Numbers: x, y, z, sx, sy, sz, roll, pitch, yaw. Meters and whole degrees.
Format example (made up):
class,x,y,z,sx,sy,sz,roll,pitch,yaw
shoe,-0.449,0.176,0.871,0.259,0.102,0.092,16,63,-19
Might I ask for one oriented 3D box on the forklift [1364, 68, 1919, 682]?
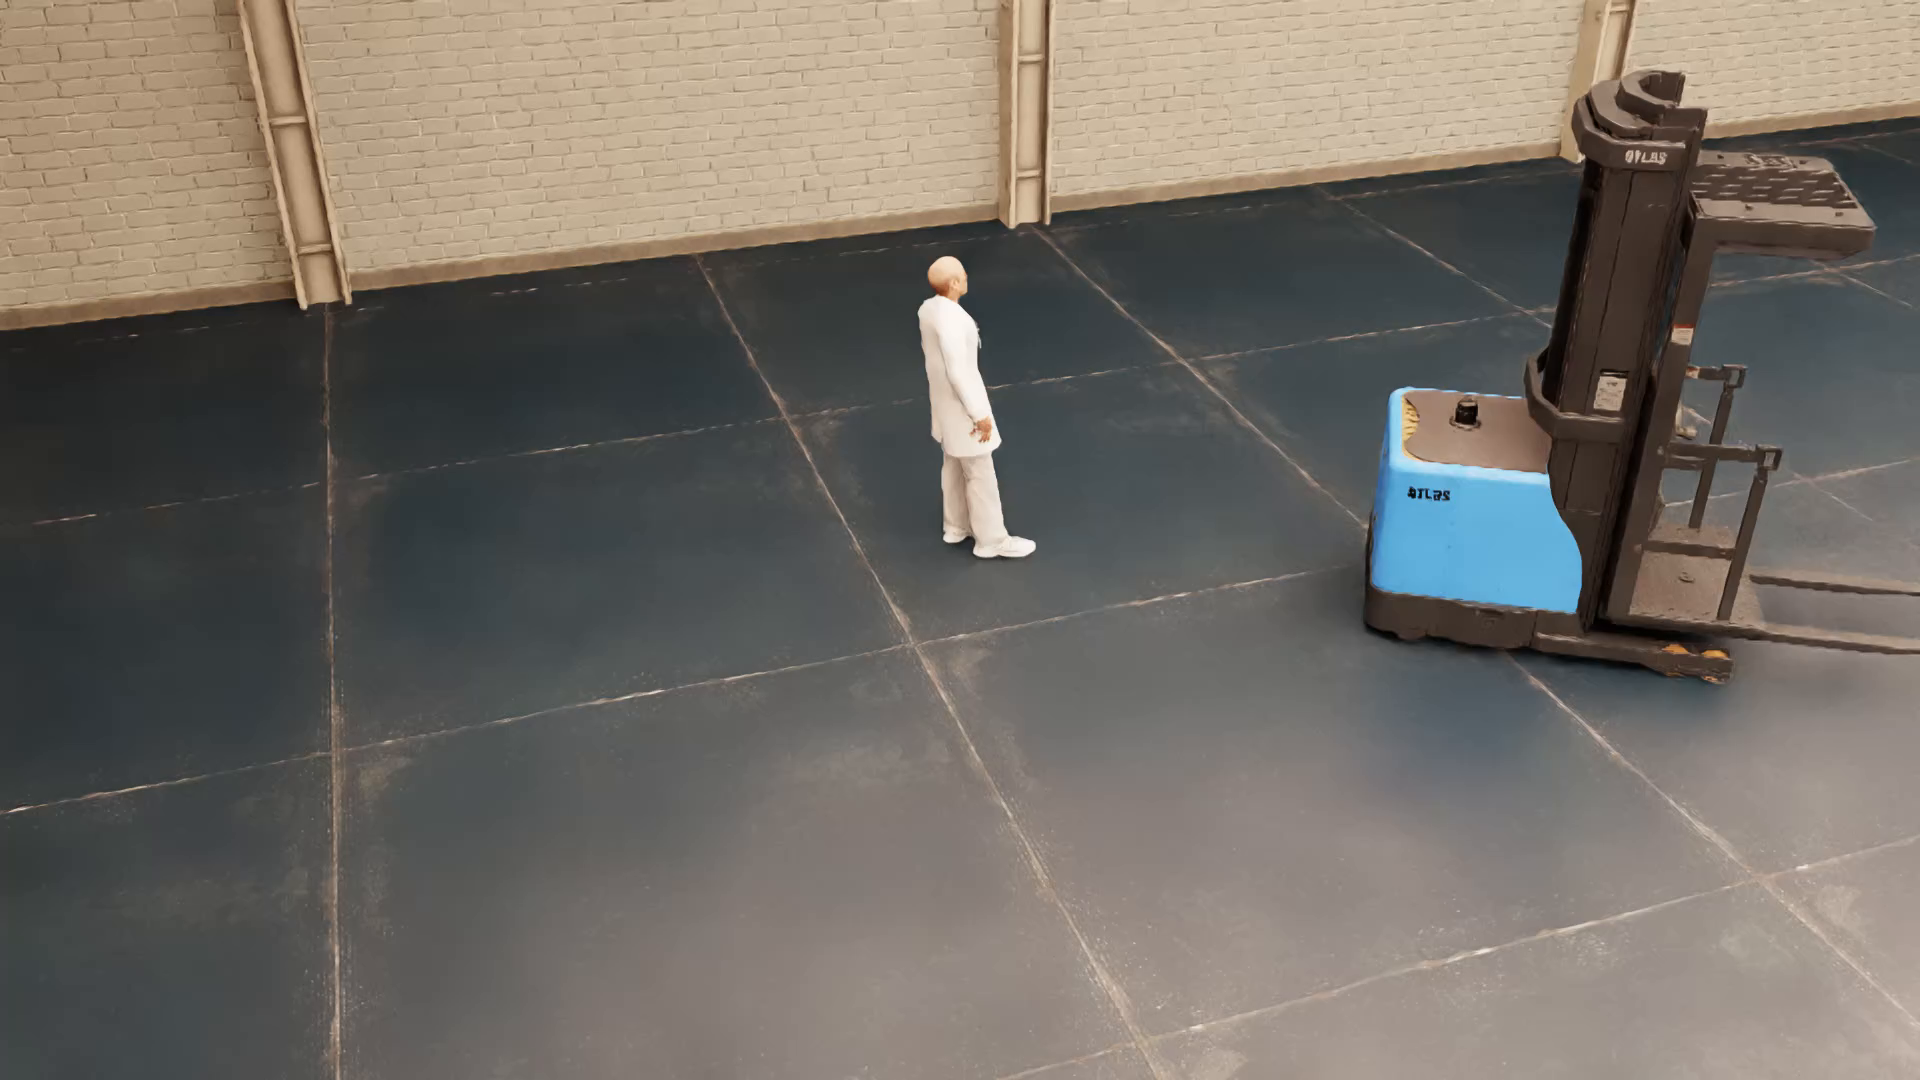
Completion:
class,x,y,z,sx,sy,sz,roll,pitch,yaw
forklift,3.792,-0.818,8.508,3.031,2.935,1.130,6,31,11

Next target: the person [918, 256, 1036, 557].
class,x,y,z,sx,sy,sz,roll,pitch,yaw
person,0.088,-0.789,9.600,0.579,1.776,0.694,-10,31,-16
